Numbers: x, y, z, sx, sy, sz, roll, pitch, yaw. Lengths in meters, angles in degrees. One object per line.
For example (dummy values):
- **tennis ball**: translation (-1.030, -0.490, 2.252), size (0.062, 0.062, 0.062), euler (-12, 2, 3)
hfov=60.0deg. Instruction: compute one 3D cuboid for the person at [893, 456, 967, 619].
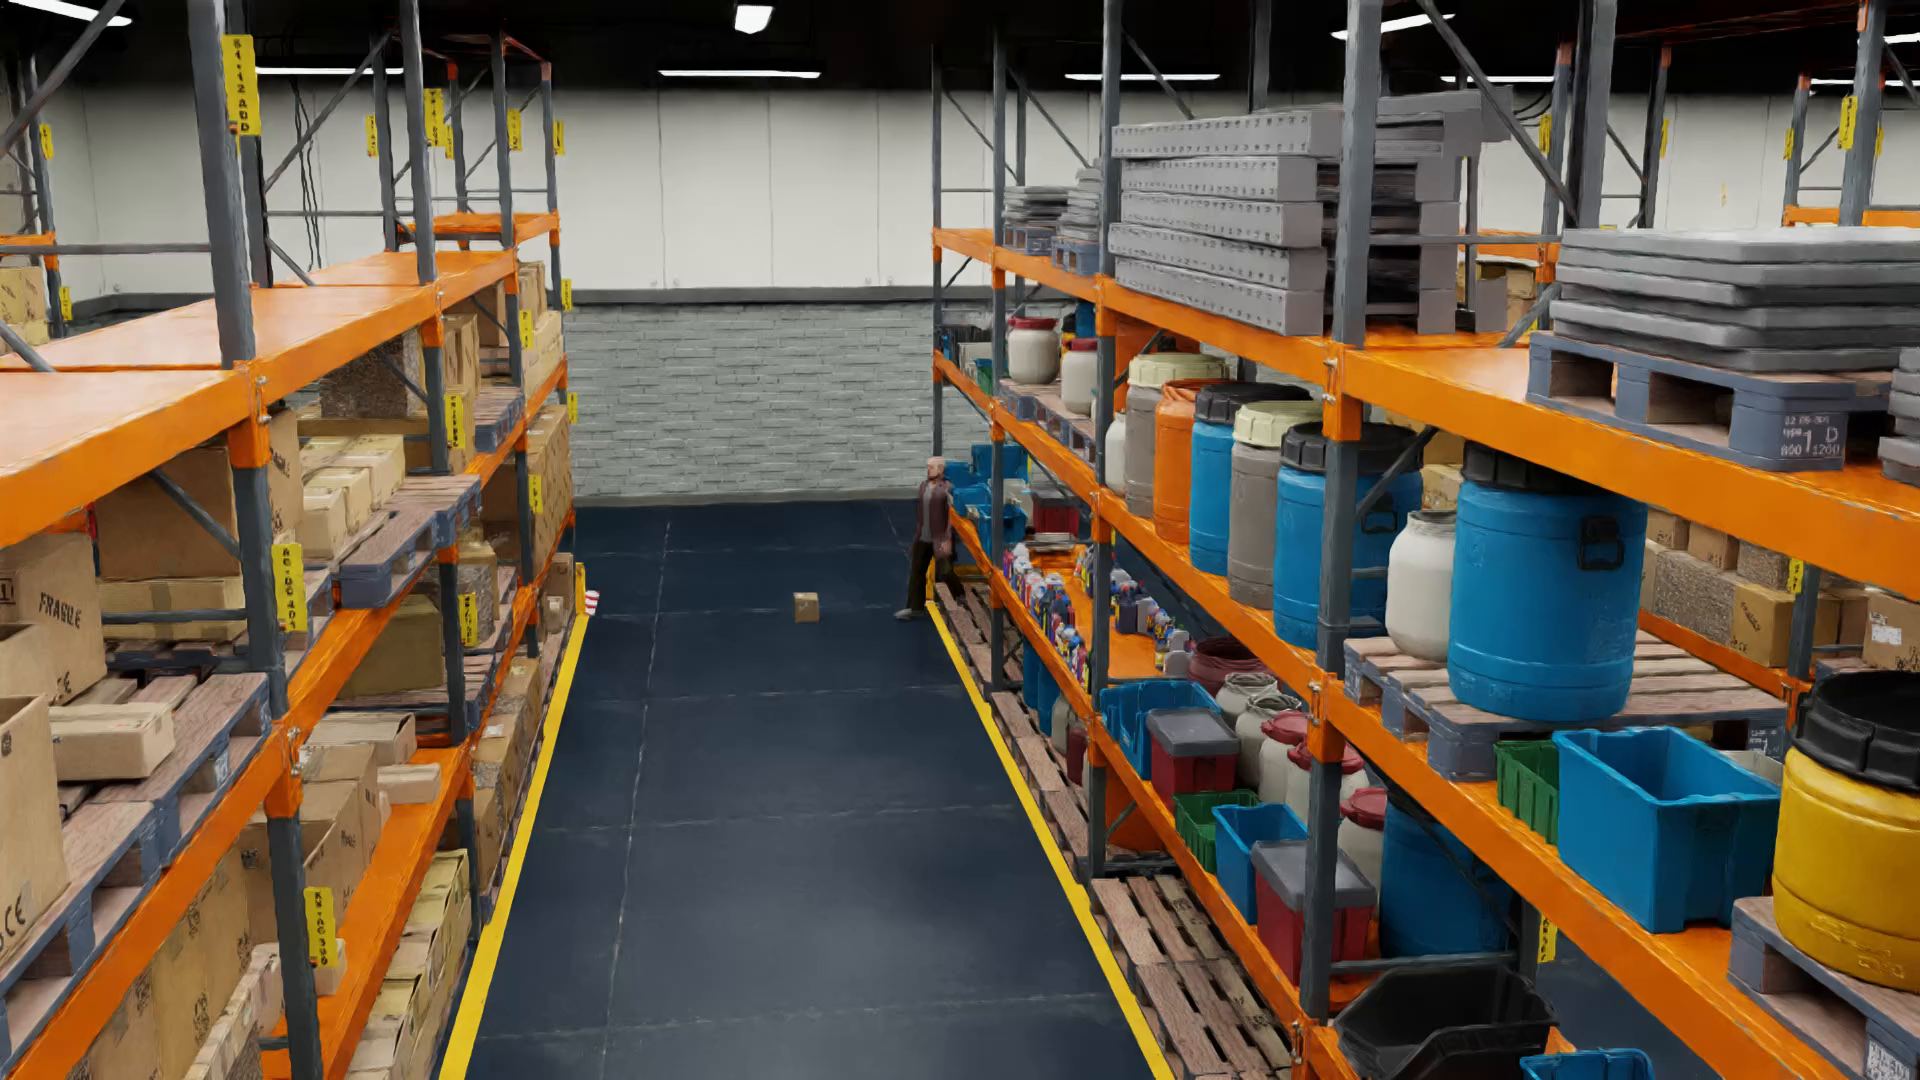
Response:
- **person**: translation (-0.264, -0.006, 17.617), size (0.728, 1.769, 0.612), euler (11, 17, 40)
